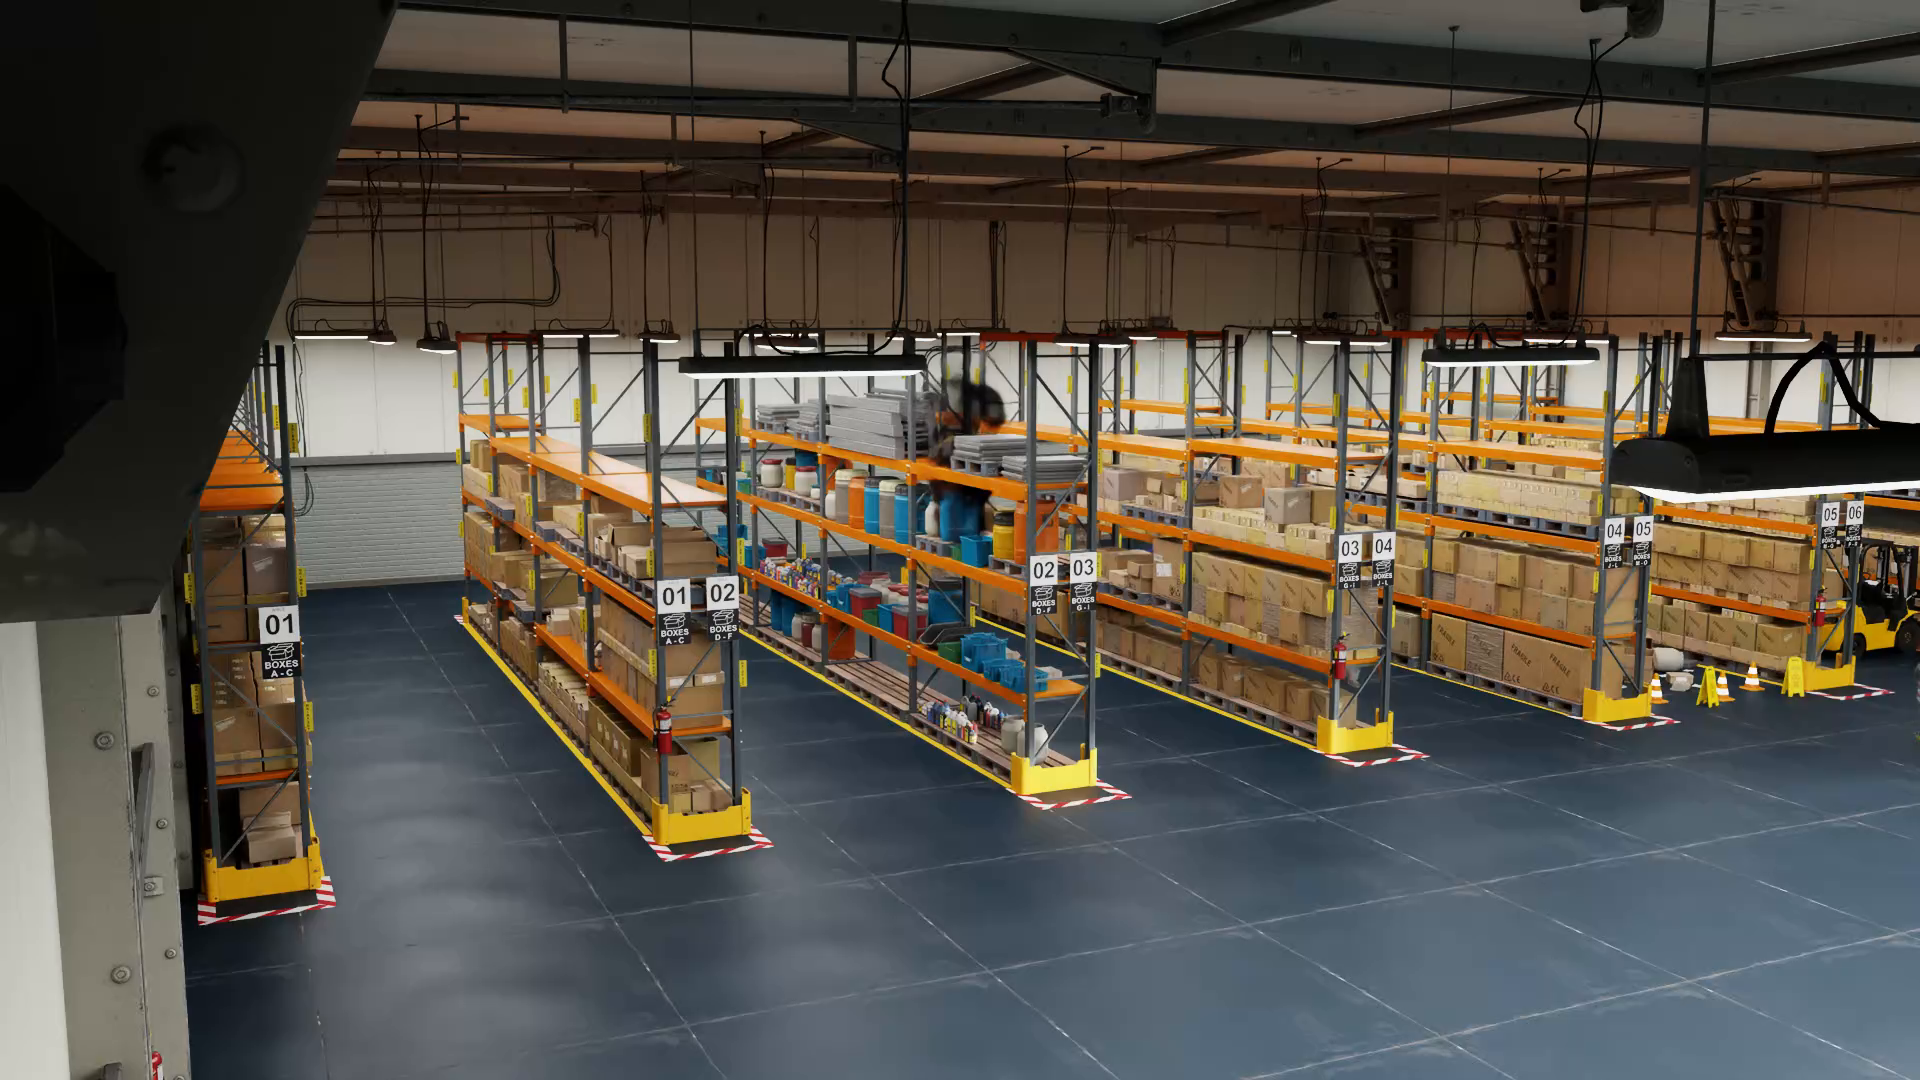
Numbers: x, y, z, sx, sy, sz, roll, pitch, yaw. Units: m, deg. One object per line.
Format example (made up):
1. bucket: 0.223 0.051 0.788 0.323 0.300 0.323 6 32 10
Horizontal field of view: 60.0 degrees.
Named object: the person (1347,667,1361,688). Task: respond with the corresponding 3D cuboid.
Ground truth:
1. person: 6.816 1.641 28.499 0.666 1.752 0.528 -5 9 -32
